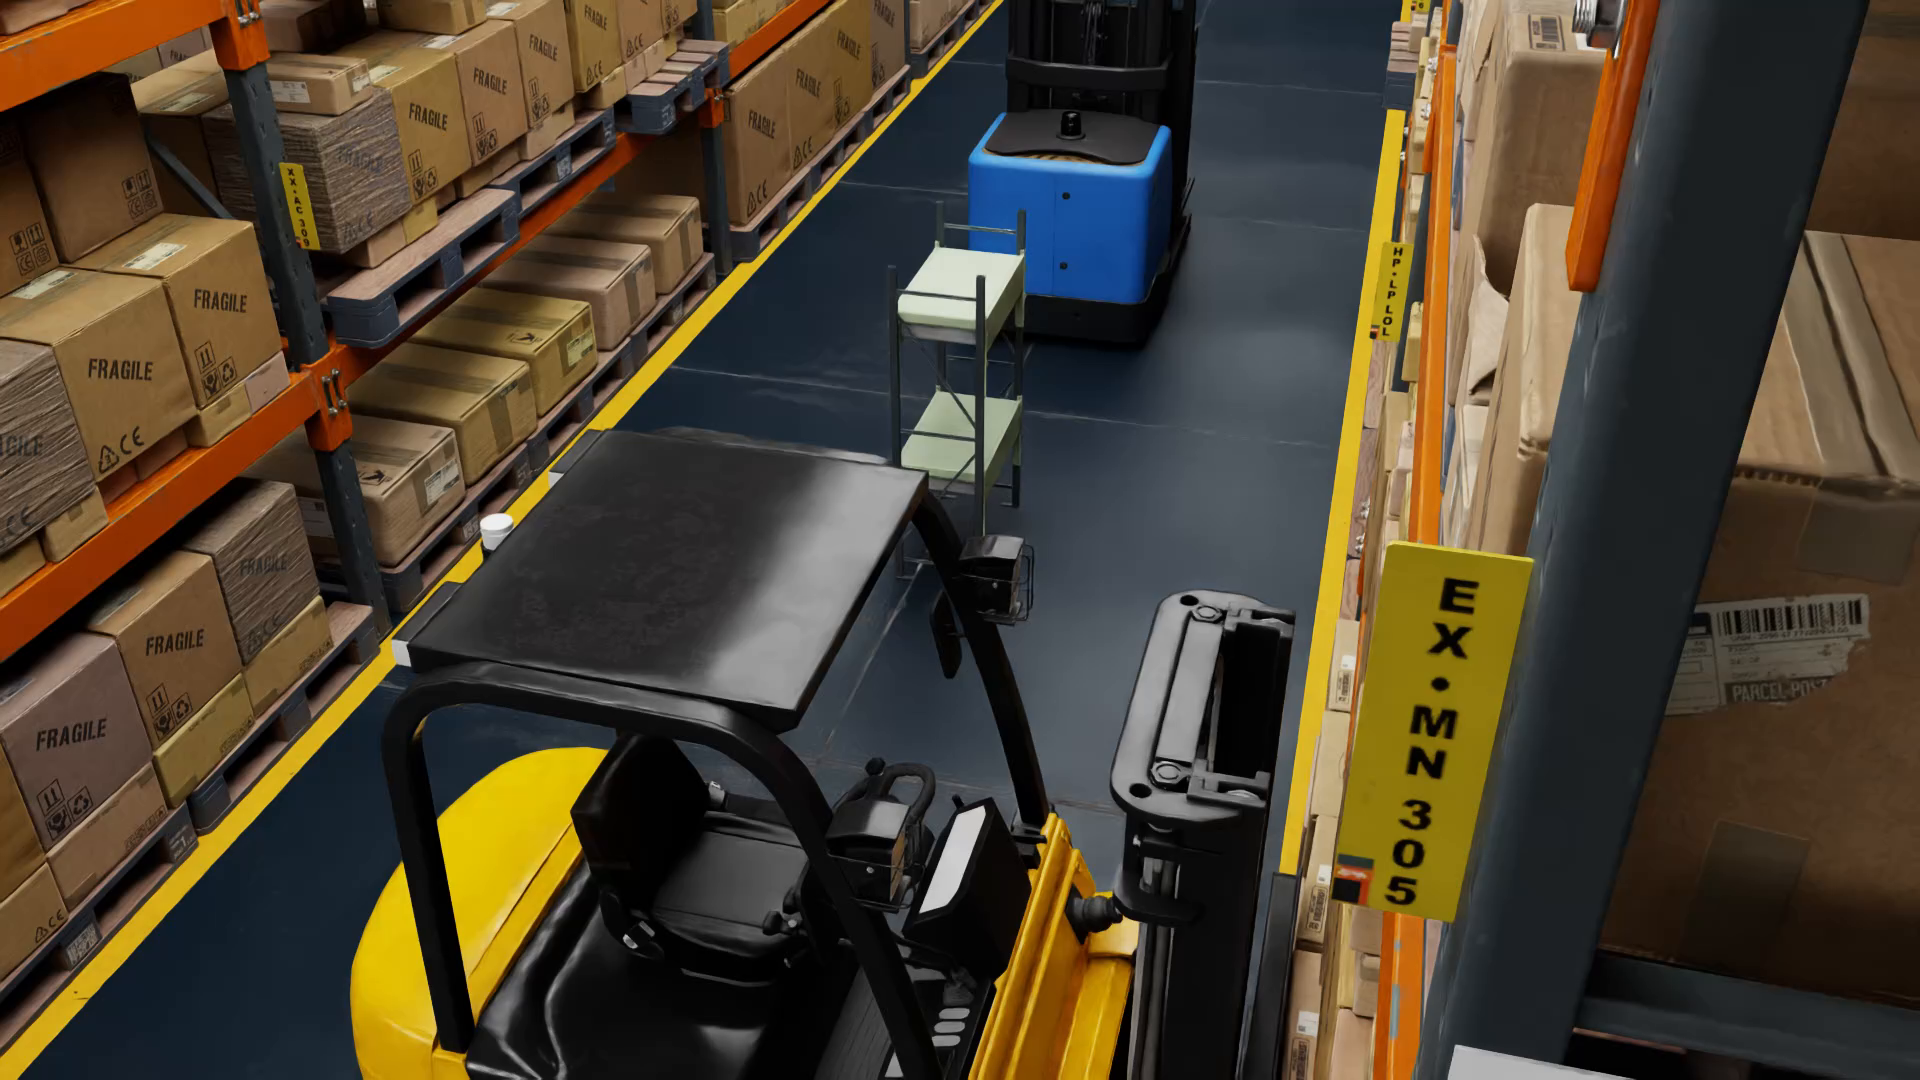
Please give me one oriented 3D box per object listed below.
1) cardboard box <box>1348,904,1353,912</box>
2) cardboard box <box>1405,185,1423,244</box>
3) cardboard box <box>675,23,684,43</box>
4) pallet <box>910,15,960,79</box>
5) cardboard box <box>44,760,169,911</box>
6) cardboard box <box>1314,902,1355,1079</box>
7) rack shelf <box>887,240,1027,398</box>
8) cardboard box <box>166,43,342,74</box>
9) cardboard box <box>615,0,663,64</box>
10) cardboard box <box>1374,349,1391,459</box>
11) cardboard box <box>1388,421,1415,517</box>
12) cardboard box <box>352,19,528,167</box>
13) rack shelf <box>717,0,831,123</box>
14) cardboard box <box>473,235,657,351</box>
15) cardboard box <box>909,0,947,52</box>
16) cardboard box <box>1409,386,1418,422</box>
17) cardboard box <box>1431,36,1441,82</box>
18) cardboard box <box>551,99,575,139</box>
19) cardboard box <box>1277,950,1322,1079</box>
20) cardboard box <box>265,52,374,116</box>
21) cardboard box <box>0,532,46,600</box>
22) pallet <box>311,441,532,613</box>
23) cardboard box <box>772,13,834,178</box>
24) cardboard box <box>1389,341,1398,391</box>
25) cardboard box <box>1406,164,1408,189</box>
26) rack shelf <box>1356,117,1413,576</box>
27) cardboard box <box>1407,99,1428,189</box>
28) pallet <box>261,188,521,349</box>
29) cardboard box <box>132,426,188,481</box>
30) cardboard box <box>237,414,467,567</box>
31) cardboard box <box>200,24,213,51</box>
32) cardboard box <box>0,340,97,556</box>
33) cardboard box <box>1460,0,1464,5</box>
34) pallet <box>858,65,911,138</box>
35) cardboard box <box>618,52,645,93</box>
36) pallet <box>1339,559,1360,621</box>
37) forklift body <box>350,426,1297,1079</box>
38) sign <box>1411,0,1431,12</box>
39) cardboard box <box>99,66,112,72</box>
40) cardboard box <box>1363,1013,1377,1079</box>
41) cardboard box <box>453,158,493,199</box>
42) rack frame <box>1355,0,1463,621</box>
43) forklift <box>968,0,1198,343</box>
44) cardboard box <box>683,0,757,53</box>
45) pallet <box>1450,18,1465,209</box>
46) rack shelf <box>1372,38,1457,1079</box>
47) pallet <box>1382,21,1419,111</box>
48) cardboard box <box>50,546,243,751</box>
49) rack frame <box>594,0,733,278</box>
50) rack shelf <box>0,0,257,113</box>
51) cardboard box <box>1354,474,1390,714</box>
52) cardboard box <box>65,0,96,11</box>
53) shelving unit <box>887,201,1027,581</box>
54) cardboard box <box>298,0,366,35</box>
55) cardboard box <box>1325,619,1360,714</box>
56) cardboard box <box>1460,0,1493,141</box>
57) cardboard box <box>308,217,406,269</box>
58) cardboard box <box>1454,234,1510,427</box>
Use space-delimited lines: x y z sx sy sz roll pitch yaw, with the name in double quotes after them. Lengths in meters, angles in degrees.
0.972 0.629 3.267 0.380 0.149 0.250 8 33 13 "cardboard box"
1.840 -1.178 6.109 0.380 0.149 0.250 7 33 11 "cardboard box"
-1.774 -2.862 9.299 0.380 0.149 0.250 9 34 14 "cardboard box"
-0.635 -4.276 14.280 1.003 0.211 1.213 8 33 12 "pallet"
-3.083 0.950 5.631 0.500 0.250 0.500 9 33 13 "cardboard box"
0.994 0.965 3.343 0.500 0.500 0.500 7 33 11 "cardboard box"
-0.002 -0.959 7.133 0.431 0.370 0.720 8 33 12 "rack shelf"
-2.914 -1.791 7.009 0.500 0.500 0.500 8 33 13 "cardboard box"
-1.886 -2.795 8.588 0.500 0.500 0.500 7 33 12 "cardboard box"
1.743 -0.478 5.845 0.500 0.250 0.500 9 33 13 "cardboard box"
1.301 -0.159 4.229 0.380 0.149 0.250 9 33 13 "cardboard box"
-2.272 -1.981 7.309 0.500 0.500 0.500 8 33 12 "cardboard box"
-1.411 -3.728 11.488 1.077 0.370 4.000 8 33 12 "rack shelf"
-2.251 -1.386 9.192 0.950 0.372 0.625 7 33 11 "cardboard box"
-0.640 -4.476 13.992 0.875 0.438 0.875 8 33 12 "cardboard box"
1.469 -0.295 4.721 0.380 0.149 0.250 9 33 14 "cardboard box"
2.411 -2.235 7.771 0.380 0.149 0.250 9 34 14 "cardboard box"
-2.091 -2.048 8.018 0.380 0.149 0.250 7 33 11 "cardboard box"
1.047 1.321 4.116 0.500 0.250 0.500 7 33 11 "cardboard box"
-2.472 -1.732 6.312 0.380 0.149 0.250 8 33 12 "cardboard box"
-3.069 0.053 5.105 0.380 0.149 0.250 7 33 12 "cardboard box"
-2.738 -0.145 7.781 1.003 0.211 1.213 8 33 12 "pallet"
-1.433 -3.083 11.393 0.875 0.875 0.875 8 33 13 "cardboard box"
1.746 -0.681 5.699 0.500 0.250 0.500 7 33 11 "cardboard box"
2.402 -1.799 7.923 0.500 0.250 0.500 7 33 11 "cardboard box"
2.376 -0.978 7.163 1.077 0.370 4.000 8 33 12 "rack shelf"
2.256 -1.741 7.367 0.500 0.250 0.500 7 33 11 "cardboard box"
-2.599 -1.213 7.042 1.003 0.211 1.213 8 33 12 "pallet"
-2.919 -0.348 5.736 0.380 0.149 0.250 8 33 13 "cardboard box"
-2.803 -0.258 7.418 0.950 0.372 0.625 8 33 13 "cardboard box"
-5.926 -3.863 12.969 0.500 0.500 0.500 7 33 11 "cardboard box"
-3.057 -0.283 5.029 0.500 0.500 0.500 9 34 14 "cardboard box"
1.461 -1.431 4.159 0.380 0.149 0.250 9 33 13 "cardboard box"
-1.026 -3.482 13.030 1.003 0.211 1.213 8 33 12 "pallet"
-1.865 -2.447 8.646 0.380 0.149 0.250 6 33 10 "cardboard box"
2.018 0.545 6.695 1.003 0.211 1.213 8 33 12 "pallet"
-0.430 0.958 4.239 2.313 2.155 1.214 8 33 12 "forklift body"
2.356 -2.844 8.422 0.100 0.325 0.005 8 33 12 "sign"
-6.306 -3.069 11.721 0.500 0.500 0.500 7 33 10 "cardboard box"
0.813 0.904 2.557 0.380 0.149 0.250 9 33 13 "cardboard box"
-2.312 -1.646 7.386 0.380 0.149 0.250 9 33 13 "cardboard box"
1.868 -0.244 5.337 1.000 3.000 0.127 8 33 12 "rack frame"
0.885 -3.126 9.935 1.130 2.935 3.031 8 33 12 "forklift"
-1.551 -3.150 10.048 0.500 0.250 0.500 7 33 12 "cardboard box"
1.677 -1.026 3.855 1.003 0.211 1.213 8 33 12 "pallet"
1.361 -0.168 3.093 1.077 0.370 4.000 8 33 12 "rack shelf"
2.988 -2.600 9.222 1.213 0.211 1.003 8 33 12 "pallet"
-2.952 0.357 5.865 0.500 0.500 0.500 9 33 13 "cardboard box"
-1.919 -2.993 9.663 1.000 3.000 0.127 8 33 12 "rack frame"
-3.441 -0.842 4.153 1.077 0.370 4.000 8 33 12 "rack shelf"
1.387 0.181 4.576 0.500 0.500 0.500 9 33 13 "cardboard box"
-2.868 -1.753 5.150 0.380 0.149 0.250 8 33 13 "cardboard box"
-0.002 -0.629 7.342 0.431 1.500 0.755 8 33 12 "shelving unit"
-2.826 -2.311 7.223 0.380 0.149 0.250 7 33 10 "cardboard box"
1.442 0.526 5.367 0.500 0.250 0.500 8 33 12 "cardboard box"
1.198 -0.943 3.283 0.396 0.266 0.258 7 33 11 "cardboard box"
-2.488 -1.233 6.736 0.380 0.149 0.250 8 33 13 "cardboard box"
0.834 -0.200 2.113 0.396 0.266 0.258 8 33 13 "cardboard box"
